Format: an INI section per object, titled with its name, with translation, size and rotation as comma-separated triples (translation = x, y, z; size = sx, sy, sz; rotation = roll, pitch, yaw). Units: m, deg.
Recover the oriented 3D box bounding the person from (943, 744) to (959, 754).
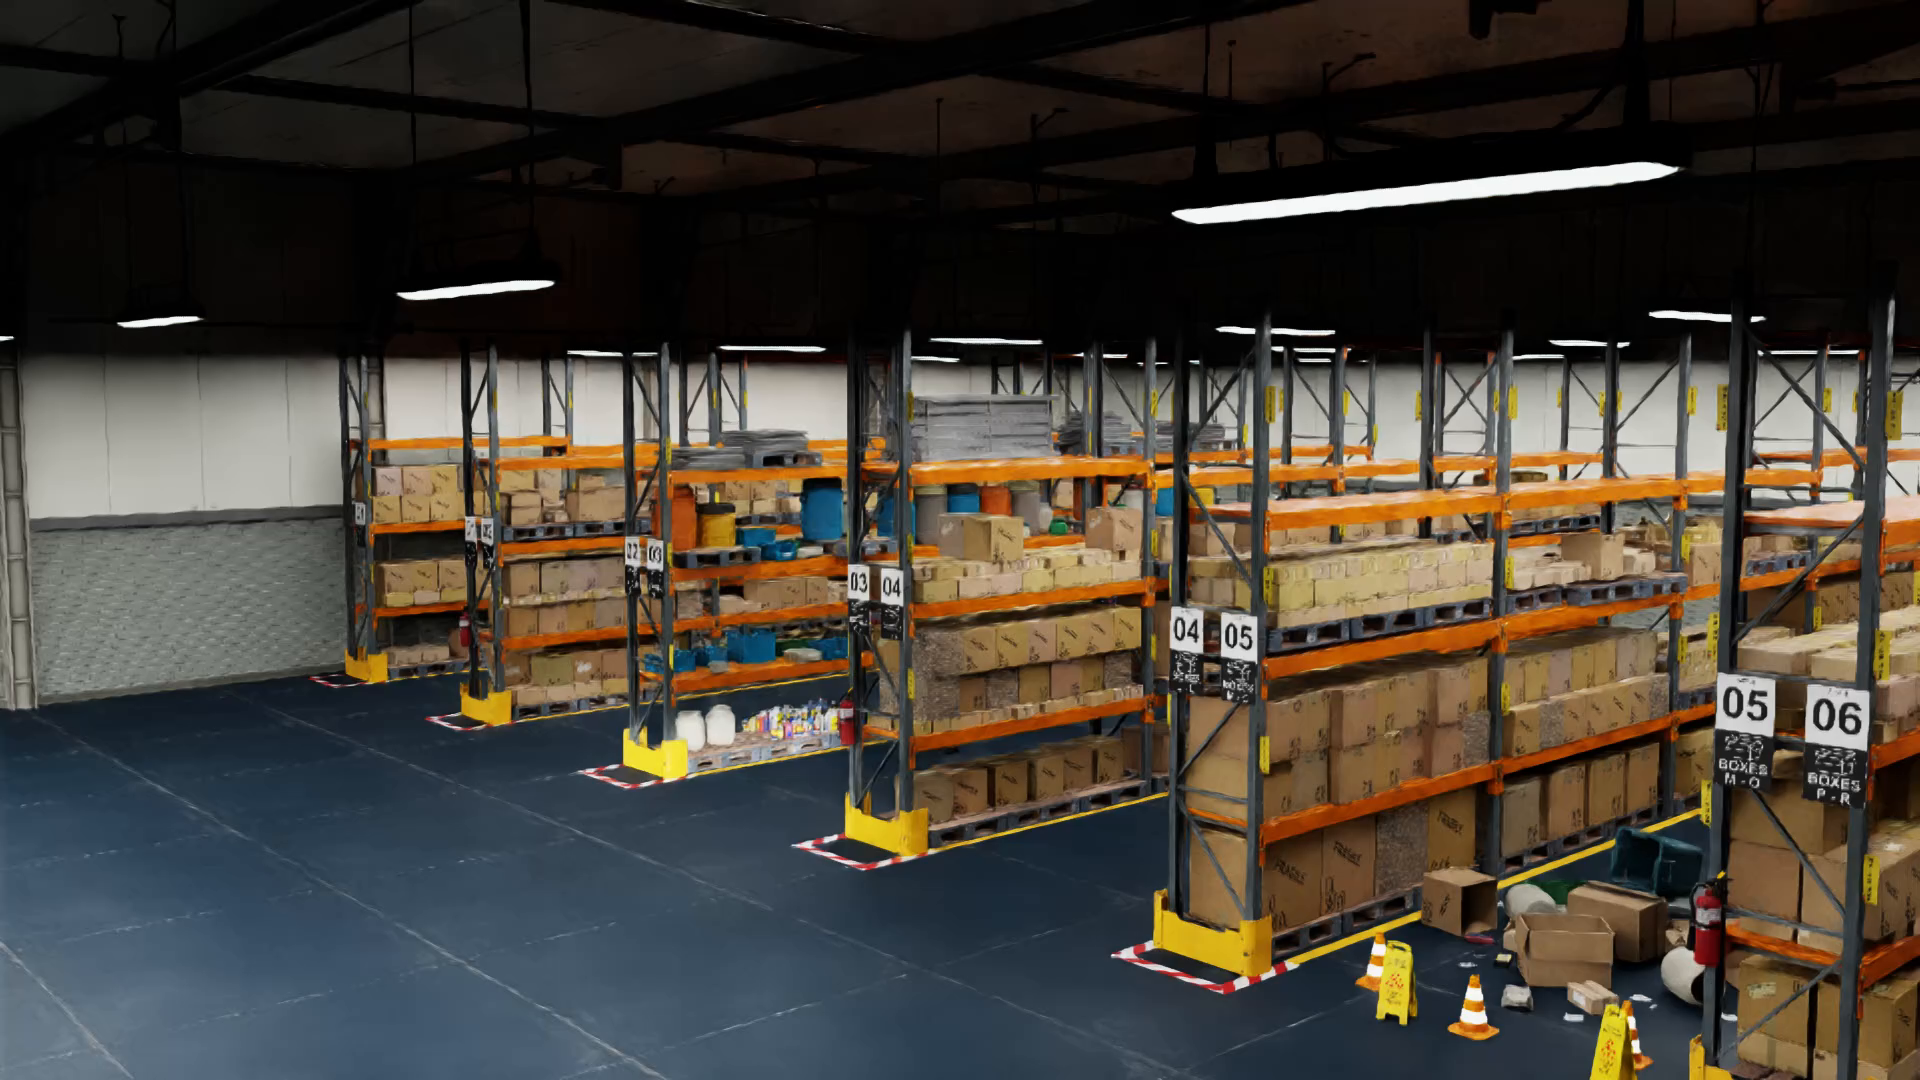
[person]
translation = -0.298, 2.213, 23.749
size = 0.534, 1.674, 0.677
rotation = -5, 7, -43
